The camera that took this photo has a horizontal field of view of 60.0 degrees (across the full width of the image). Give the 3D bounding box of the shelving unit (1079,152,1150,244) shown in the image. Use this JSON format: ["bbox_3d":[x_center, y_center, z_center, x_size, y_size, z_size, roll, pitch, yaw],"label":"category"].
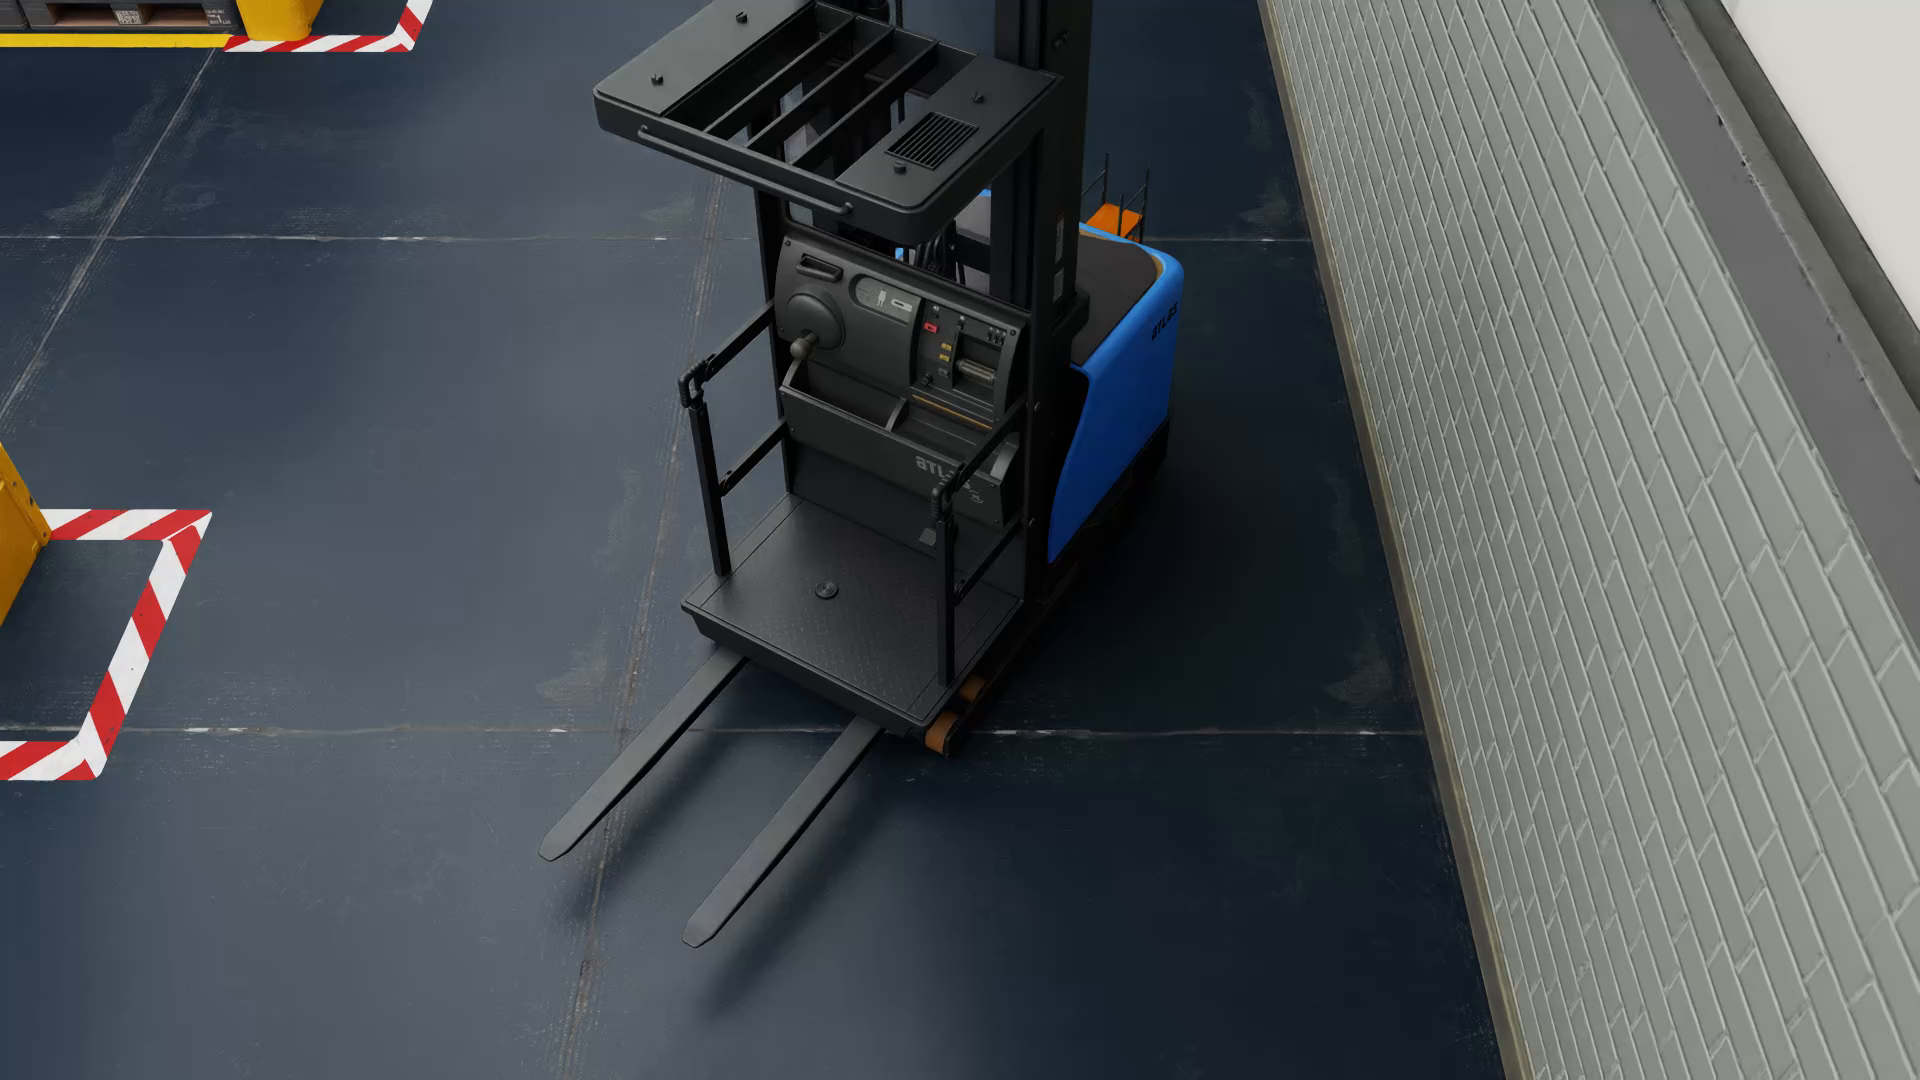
[{"bbox_3d":[0.608,-1.029,6.969,0.189,1.200,0.258,24,52,21],"label":"shelving unit"}]

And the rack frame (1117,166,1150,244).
[{"bbox_3d":[0.685,-0.993,6.936,0.006,1.200,0.240,24,52,21],"label":"rack frame"}]

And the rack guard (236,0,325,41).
[{"bbox_3d":[-3.898,-3.442,9.693,0.348,0.500,1.175,0,47,0],"label":"rack guard"}]

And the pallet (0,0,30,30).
[{"bbox_3d":[-5.964,-3.370,9.823,1.213,0.211,1.003,0,47,0],"label":"pallet"}]

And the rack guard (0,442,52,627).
[{"bbox_3d":[-3.917,0.193,6.309,0.348,0.500,1.175,0,47,0],"label":"rack guard"}]

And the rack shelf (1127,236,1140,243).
[{"bbox_3d":[0.608,-1.162,6.826,0.180,0.103,0.258,24,52,21],"label":"rack shelf"}]

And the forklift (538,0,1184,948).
[{"bbox_3d":[-0.329,-0.612,5.398,1.130,2.935,3.031,24,52,21],"label":"forklift"}]

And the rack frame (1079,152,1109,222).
[{"bbox_3d":[0.530,-1.064,7.002,0.006,1.200,0.240,24,52,21],"label":"rack frame"}]

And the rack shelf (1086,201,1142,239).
[{"bbox_3d":[0.608,-1.244,6.738,0.180,0.103,0.258,24,52,21],"label":"rack shelf"}]

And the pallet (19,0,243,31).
[{"bbox_3d":[-4.747,-3.364,9.818,1.213,0.211,1.003,0,47,0],"label":"pallet"}]
